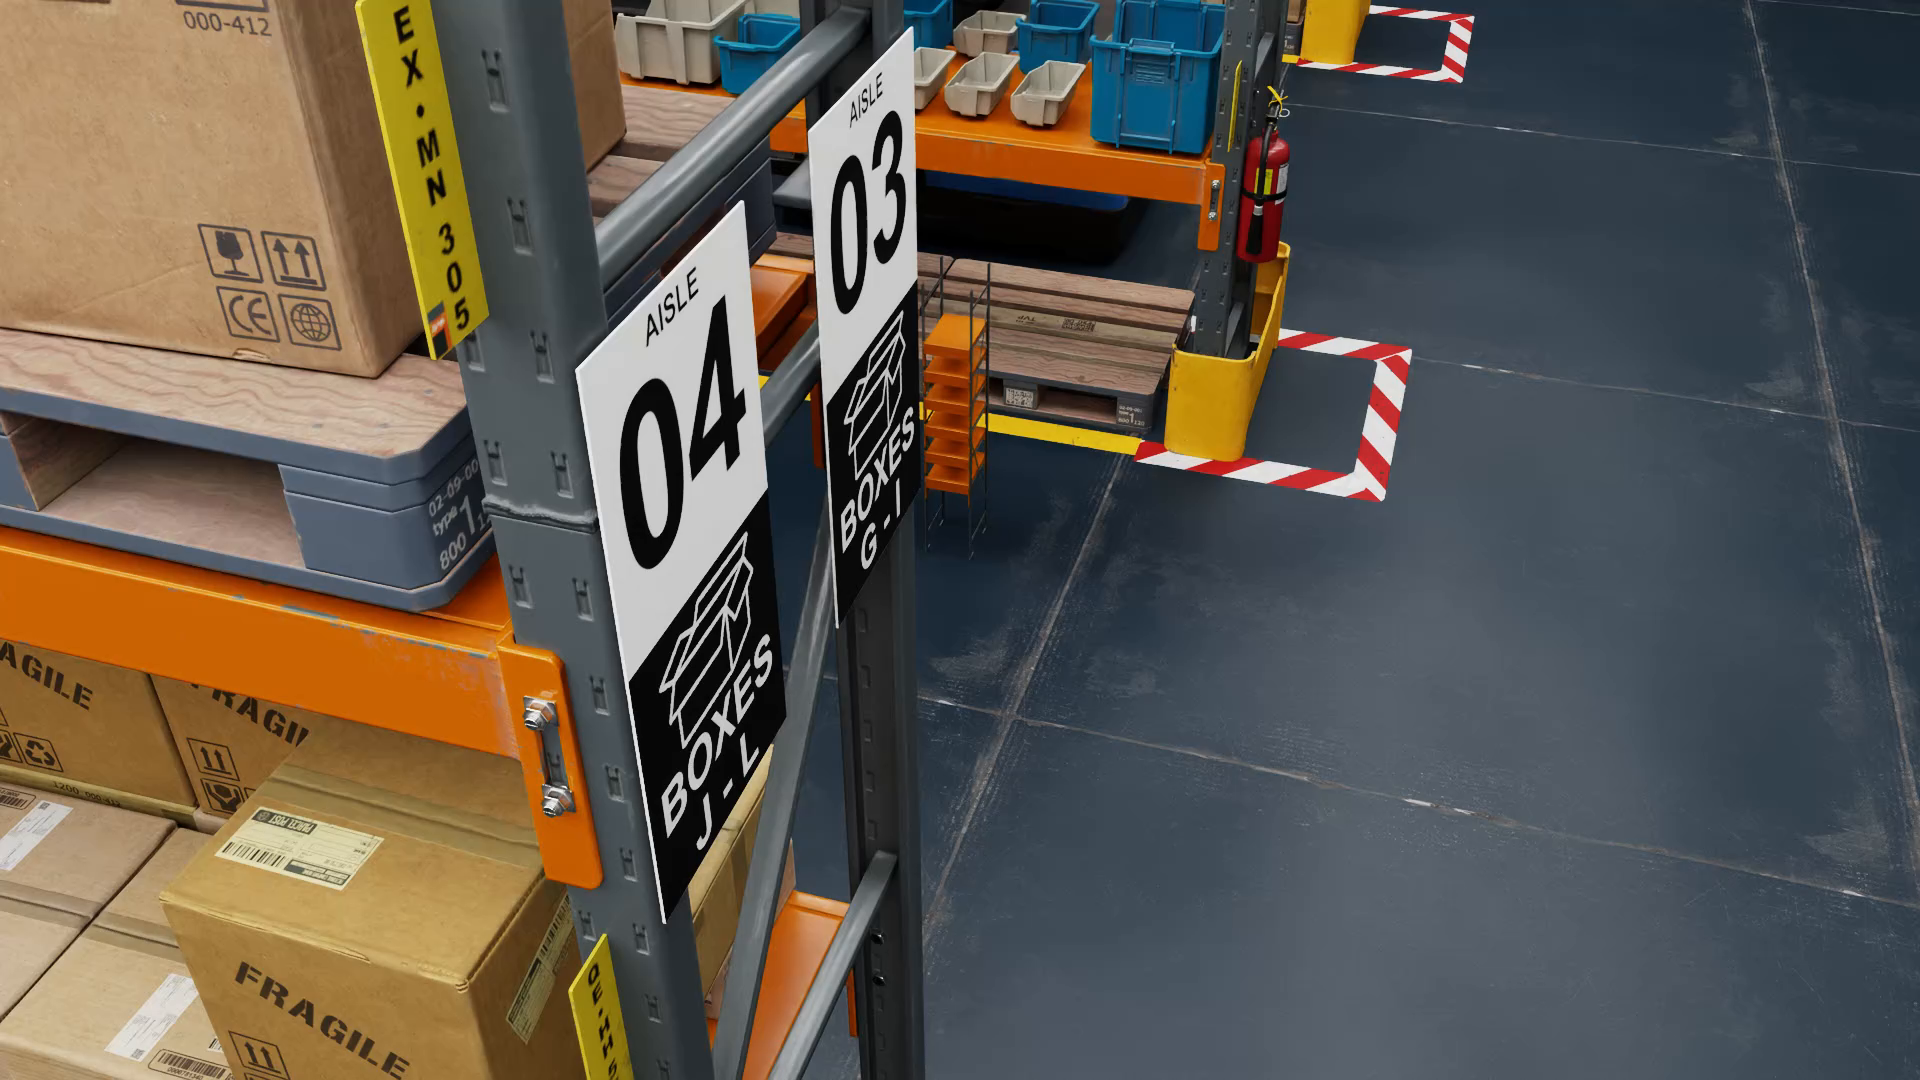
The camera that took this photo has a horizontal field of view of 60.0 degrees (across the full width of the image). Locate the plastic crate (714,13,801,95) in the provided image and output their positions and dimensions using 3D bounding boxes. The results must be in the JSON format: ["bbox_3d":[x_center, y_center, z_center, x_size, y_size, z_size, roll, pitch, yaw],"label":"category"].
[{"bbox_3d":[-0.845,-2.069,7.121,0.300,0.233,0.416,10,38,14],"label":"plastic crate"}]

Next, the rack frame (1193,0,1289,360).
[{"bbox_3d":[1.192,-1.894,6.793,0.127,3.000,1.000,10,38,14],"label":"rack frame"}]

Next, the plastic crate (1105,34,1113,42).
[{"bbox_3d":[0.773,-2.145,7.306,0.298,0.136,0.250,10,38,14],"label":"plastic crate"}]

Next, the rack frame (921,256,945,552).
[{"bbox_3d":[-0.101,-0.502,6.420,0.006,1.200,0.240,10,38,14],"label":"rack frame"}]

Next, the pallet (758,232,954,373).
[{"bbox_3d":[-0.744,-1.155,8.141,1.213,0.211,1.003,10,38,14],"label":"pallet"}]

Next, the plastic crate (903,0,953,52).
[{"bbox_3d":[-0.202,-2.313,7.453,0.300,0.233,0.416,10,38,14],"label":"plastic crate"}]

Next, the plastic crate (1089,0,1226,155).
[{"bbox_3d":[0.817,-1.886,6.701,0.499,0.435,0.616,10,38,14],"label":"plastic crate"}]

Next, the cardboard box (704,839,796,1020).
[{"bbox_3d":[-0.525,0.760,3.398,0.250,0.149,0.380,11,38,14],"label":"cardboard box"}]

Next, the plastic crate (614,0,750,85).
[{"bbox_3d":[-1.223,-2.203,7.262,0.530,0.282,0.437,10,38,14],"label":"plastic crate"}]

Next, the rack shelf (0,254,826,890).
[{"bbox_3d":[-2.194,-0.363,2.789,4.000,0.370,1.077,10,38,14],"label":"rack shelf"}]

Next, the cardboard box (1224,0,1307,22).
[{"bbox_3d":[2.080,-3.823,11.151,0.500,0.500,0.500,10,38,14],"label":"cardboard box"}]

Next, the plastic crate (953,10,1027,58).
[{"bbox_3d":[0.126,-2.265,7.469,0.298,0.136,0.250,10,38,14],"label":"plastic crate"}]

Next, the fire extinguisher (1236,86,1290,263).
[{"bbox_3d":[1.201,-1.429,6.540,0.183,0.674,0.296,10,38,14],"label":"fire extinguisher"}]

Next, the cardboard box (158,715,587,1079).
[{"bbox_3d":[-0.828,0.610,2.634,0.500,0.500,0.500,11,38,14],"label":"cardboard box"}]

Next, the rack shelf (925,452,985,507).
[{"bbox_3d":[-0.014,-0.257,6.566,0.180,0.103,0.258,10,38,14],"label":"rack shelf"}]

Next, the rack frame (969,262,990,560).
[{"bbox_3d":[0.074,-0.470,6.376,0.006,1.200,0.240,10,38,14],"label":"rack frame"}]

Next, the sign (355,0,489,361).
[{"bbox_3d":[-0.460,-0.320,1.443,0.005,0.325,0.100,10,38,14],"label":"sign"}]

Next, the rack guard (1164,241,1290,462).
[{"bbox_3d":[1.219,-0.890,7.538,0.348,0.500,1.175,10,38,14],"label":"rack guard"}]

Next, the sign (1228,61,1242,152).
[{"bbox_3d":[1.044,-1.645,6.317,0.005,0.325,0.100,10,38,14],"label":"sign"}]

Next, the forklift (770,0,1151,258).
[{"bbox_3d":[-0.451,-3.167,8.580,3.031,2.935,1.130,11,38,15],"label":"forklift"}]

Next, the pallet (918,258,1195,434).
[{"bbox_3d":[0.417,-0.939,7.847,1.213,0.211,1.003,10,38,14],"label":"pallet"}]

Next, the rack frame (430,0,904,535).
[{"bbox_3d":[-0.285,-1.508,1.207,0.127,3.000,1.000,10,38,14],"label":"rack frame"}]

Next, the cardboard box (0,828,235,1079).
[{"bbox_3d":[-1.310,0.824,2.976,0.500,0.250,0.500,10,37,13],"label":"cardboard box"}]

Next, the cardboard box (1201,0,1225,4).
[{"bbox_3d":[1.721,-3.811,11.417,0.250,0.166,0.380,10,38,14],"label":"cardboard box"}]

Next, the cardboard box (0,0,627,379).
[{"bbox_3d":[-0.797,-0.611,1.996,0.500,0.500,0.700,8,37,11],"label":"cardboard box"}]

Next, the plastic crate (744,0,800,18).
[{"bbox_3d":[-0.874,-2.381,7.626,0.466,0.136,0.293,10,38,14],"label":"plastic crate"}]

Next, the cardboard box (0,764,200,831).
[{"bbox_3d":[-1.639,0.433,3.507,0.500,0.250,0.500,9,37,12],"label":"cardboard box"}]

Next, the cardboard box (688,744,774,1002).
[{"bbox_3d":[-0.662,0.612,3.264,0.500,0.250,0.500,10,37,13],"label":"cardboard box"}]

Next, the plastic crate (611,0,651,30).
[{"bbox_3d":[-1.477,-2.468,7.755,0.590,0.125,0.437,10,38,14],"label":"plastic crate"}]

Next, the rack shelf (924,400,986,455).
[{"bbox_3d":[-0.014,-0.450,6.424,0.180,0.103,0.258,10,38,14],"label":"rack shelf"}]

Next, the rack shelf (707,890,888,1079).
[{"bbox_3d":[-2.194,0.845,3.679,4.000,0.370,1.077,10,38,14],"label":"rack shelf"}]

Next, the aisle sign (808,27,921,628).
[{"bbox_3d":[-0.127,-0.295,2.428,0.004,0.787,0.394,10,38,14],"label":"aisle sign"}]

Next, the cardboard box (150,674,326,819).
[{"bbox_3d":[-1.140,0.221,3.162,0.500,0.500,0.500,10,37,13],"label":"cardboard box"}]

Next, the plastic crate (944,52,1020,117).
[{"bbox_3d":[0.087,-1.913,6.990,0.243,0.136,0.396,10,38,14],"label":"plastic crate"}]

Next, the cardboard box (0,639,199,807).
[{"bbox_3d":[-1.636,0.133,3.282,0.500,0.500,0.500,10,37,13],"label":"cardboard box"}]

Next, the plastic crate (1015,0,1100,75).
[{"bbox_3d":[0.426,-2.197,7.295,0.300,0.233,0.416,10,38,14],"label":"plastic crate"}]

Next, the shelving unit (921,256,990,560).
[{"bbox_3d":[-0.014,-0.486,6.398,0.189,1.200,0.258,10,38,14],"label":"shelving unit"}]

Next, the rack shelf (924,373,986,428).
[{"bbox_3d":[-0.014,-0.547,6.353,0.180,0.103,0.258,10,38,14],"label":"rack shelf"}]

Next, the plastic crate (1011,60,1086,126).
[{"bbox_3d":[0.360,-1.853,6.910,0.243,0.136,0.396,10,38,14],"label":"plastic crate"}]

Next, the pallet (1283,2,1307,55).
[{"bbox_3d":[1.839,-3.726,11.635,1.213,0.211,1.003,10,38,14],"label":"pallet"}]

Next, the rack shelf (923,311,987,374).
[{"bbox_3d":[-0.014,-0.740,6.211,0.180,0.103,0.258,10,38,14],"label":"rack shelf"}]

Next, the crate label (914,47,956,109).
[{"bbox_3d":[-0.186,-1.948,7.038,0.243,0.136,0.396,10,38,14],"label":"crate label"}]

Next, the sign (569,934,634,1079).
[{"bbox_3d":[-0.460,0.651,2.158,0.005,0.325,0.100,10,38,14],"label":"sign"}]

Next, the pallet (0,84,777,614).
[{"bbox_3d":[-0.996,-0.389,2.292,1.213,0.211,1.003,10,38,14],"label":"pallet"}]

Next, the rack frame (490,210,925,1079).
[{"bbox_3d":[-0.285,0.909,2.985,0.127,3.000,1.000,10,38,14],"label":"rack frame"}]

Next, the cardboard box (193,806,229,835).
[{"bbox_3d":[-1.161,0.523,3.384,0.500,0.250,0.500,10,38,13],"label":"cardboard box"}]

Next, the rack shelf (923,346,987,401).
[{"bbox_3d":[-0.014,-0.643,6.282,0.180,0.103,0.258,10,38,14],"label":"rack shelf"}]

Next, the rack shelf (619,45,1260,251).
[{"bbox_3d":[-0.717,-1.958,7.486,4.000,0.370,1.077,10,38,14],"label":"rack shelf"}]

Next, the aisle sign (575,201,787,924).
[{"bbox_3d":[-0.305,0.044,1.967,0.004,0.787,0.394,10,38,14],"label":"aisle sign"}]

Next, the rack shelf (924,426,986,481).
[{"bbox_3d":[-0.014,-0.353,6.495,0.180,0.103,0.258,10,38,14],"label":"rack shelf"}]

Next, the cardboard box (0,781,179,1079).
[{"bbox_3d":[-1.796,0.734,3.098,0.500,0.250,0.500,9,37,12],"label":"cardboard box"}]

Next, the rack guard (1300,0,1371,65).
[{"bbox_3d":[2.600,-3.703,11.359,0.348,0.500,1.175,10,38,14],"label":"rack guard"}]
